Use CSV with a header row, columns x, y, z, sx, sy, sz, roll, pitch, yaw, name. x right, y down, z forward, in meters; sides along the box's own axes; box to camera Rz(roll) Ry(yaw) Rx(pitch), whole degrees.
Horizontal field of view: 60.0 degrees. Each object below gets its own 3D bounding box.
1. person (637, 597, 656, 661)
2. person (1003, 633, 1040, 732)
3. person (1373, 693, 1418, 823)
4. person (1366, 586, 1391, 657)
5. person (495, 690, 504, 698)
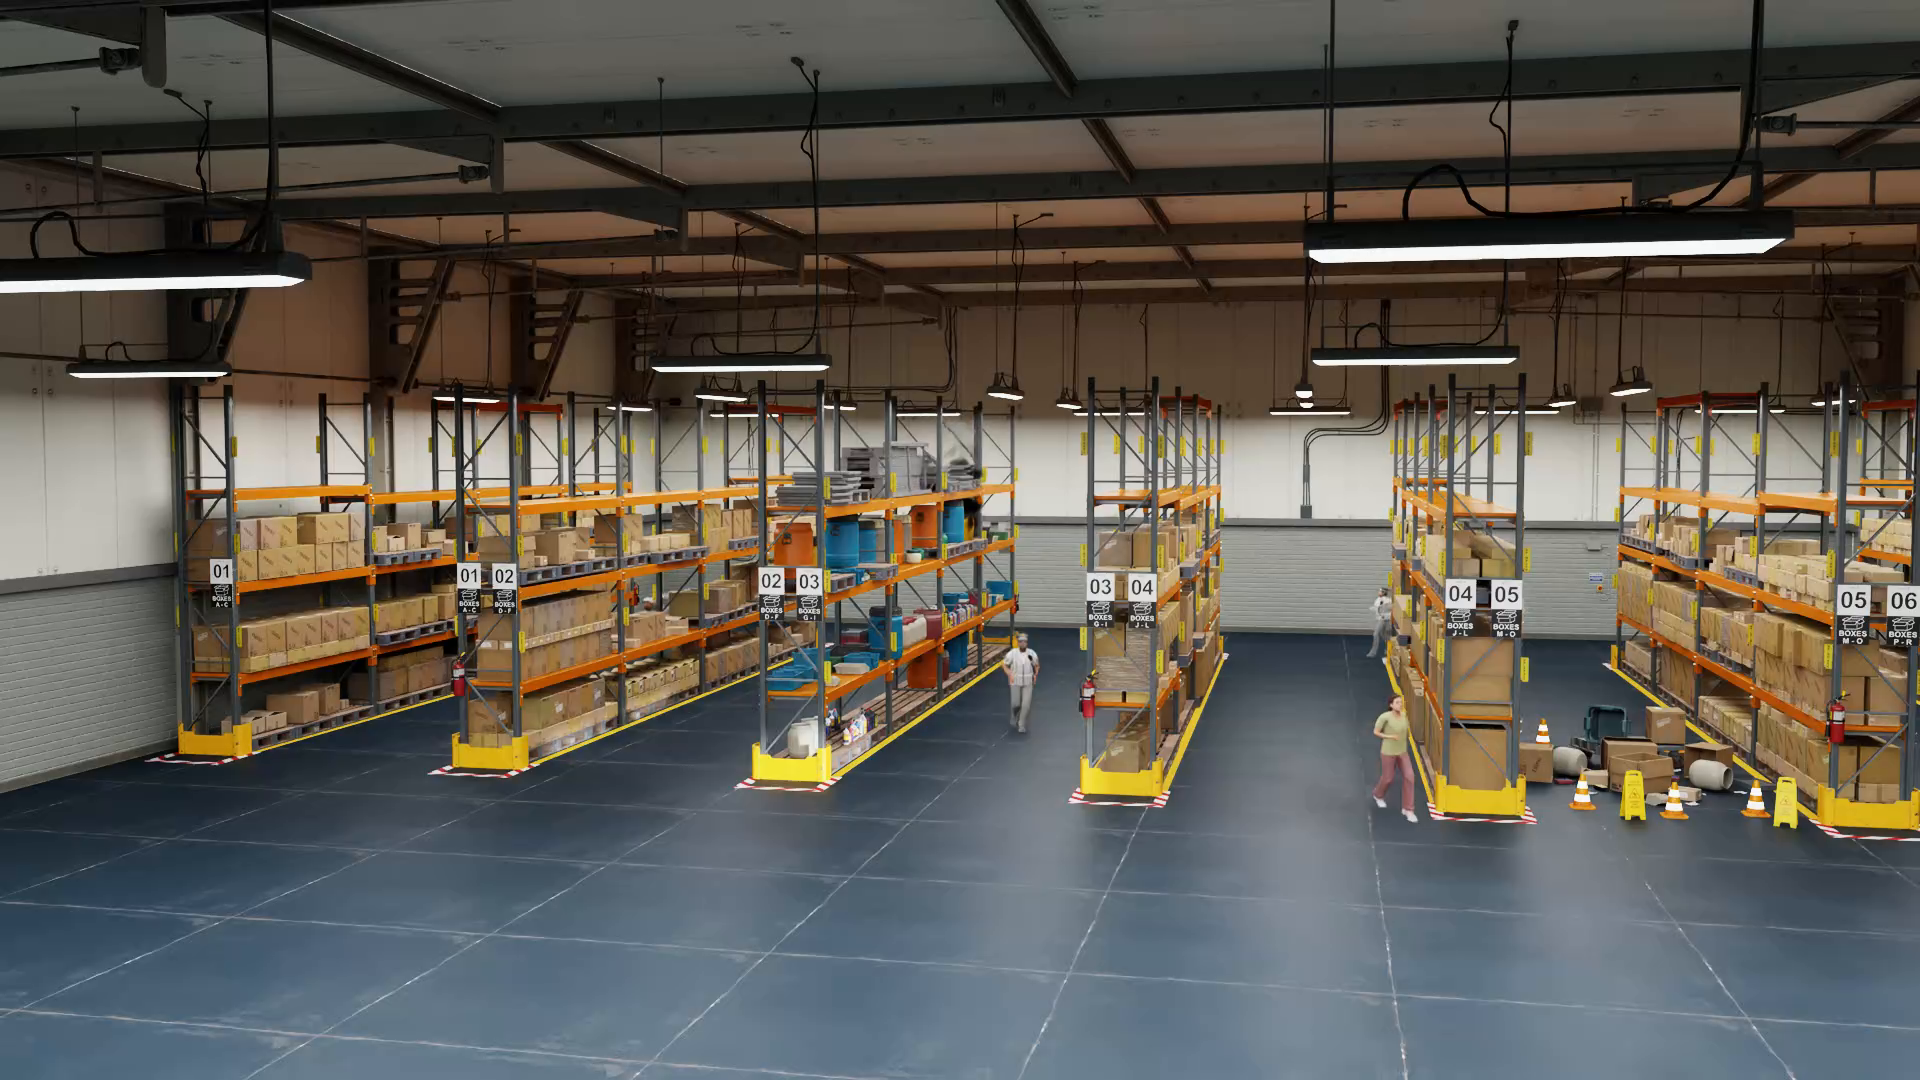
x,y,z,sx,sy,sz,roll,pitch,yaw,name
-6.802,2.108,36.141,0.703,1.743,0.542,1,3,16,person
1.090,2.496,29.201,0.647,1.736,0.597,0,3,-6,person
5.866,2.910,22.536,0.610,1.684,0.924,-1,3,-15,person
10.081,1.941,39.604,0.792,1.731,0.623,-1,3,-10,person
-8.282,2.392,30.385,0.686,1.809,0.906,0,3,1,person
